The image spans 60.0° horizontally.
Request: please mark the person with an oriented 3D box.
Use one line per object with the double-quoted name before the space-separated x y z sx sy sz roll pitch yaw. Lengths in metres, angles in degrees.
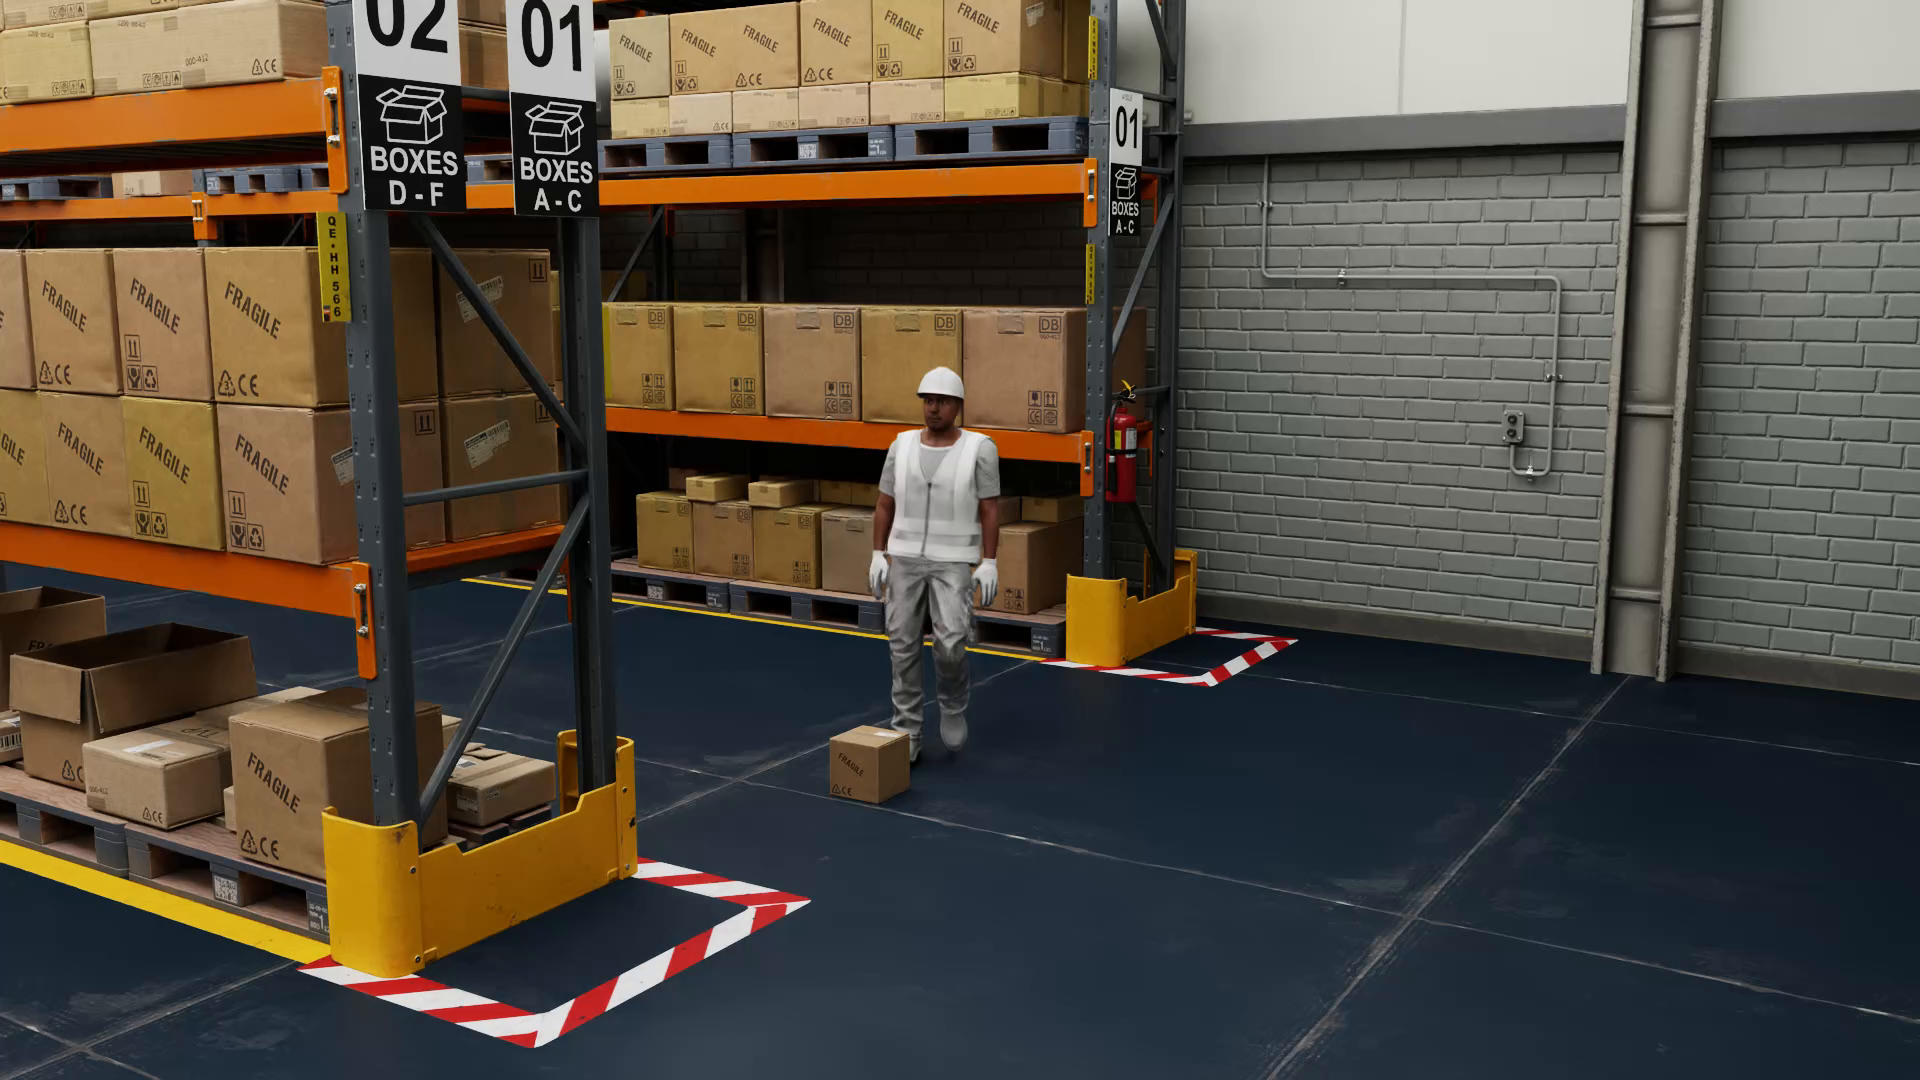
"person" -0.131 0.115 7.500 0.591 1.775 0.485 3 10 15
